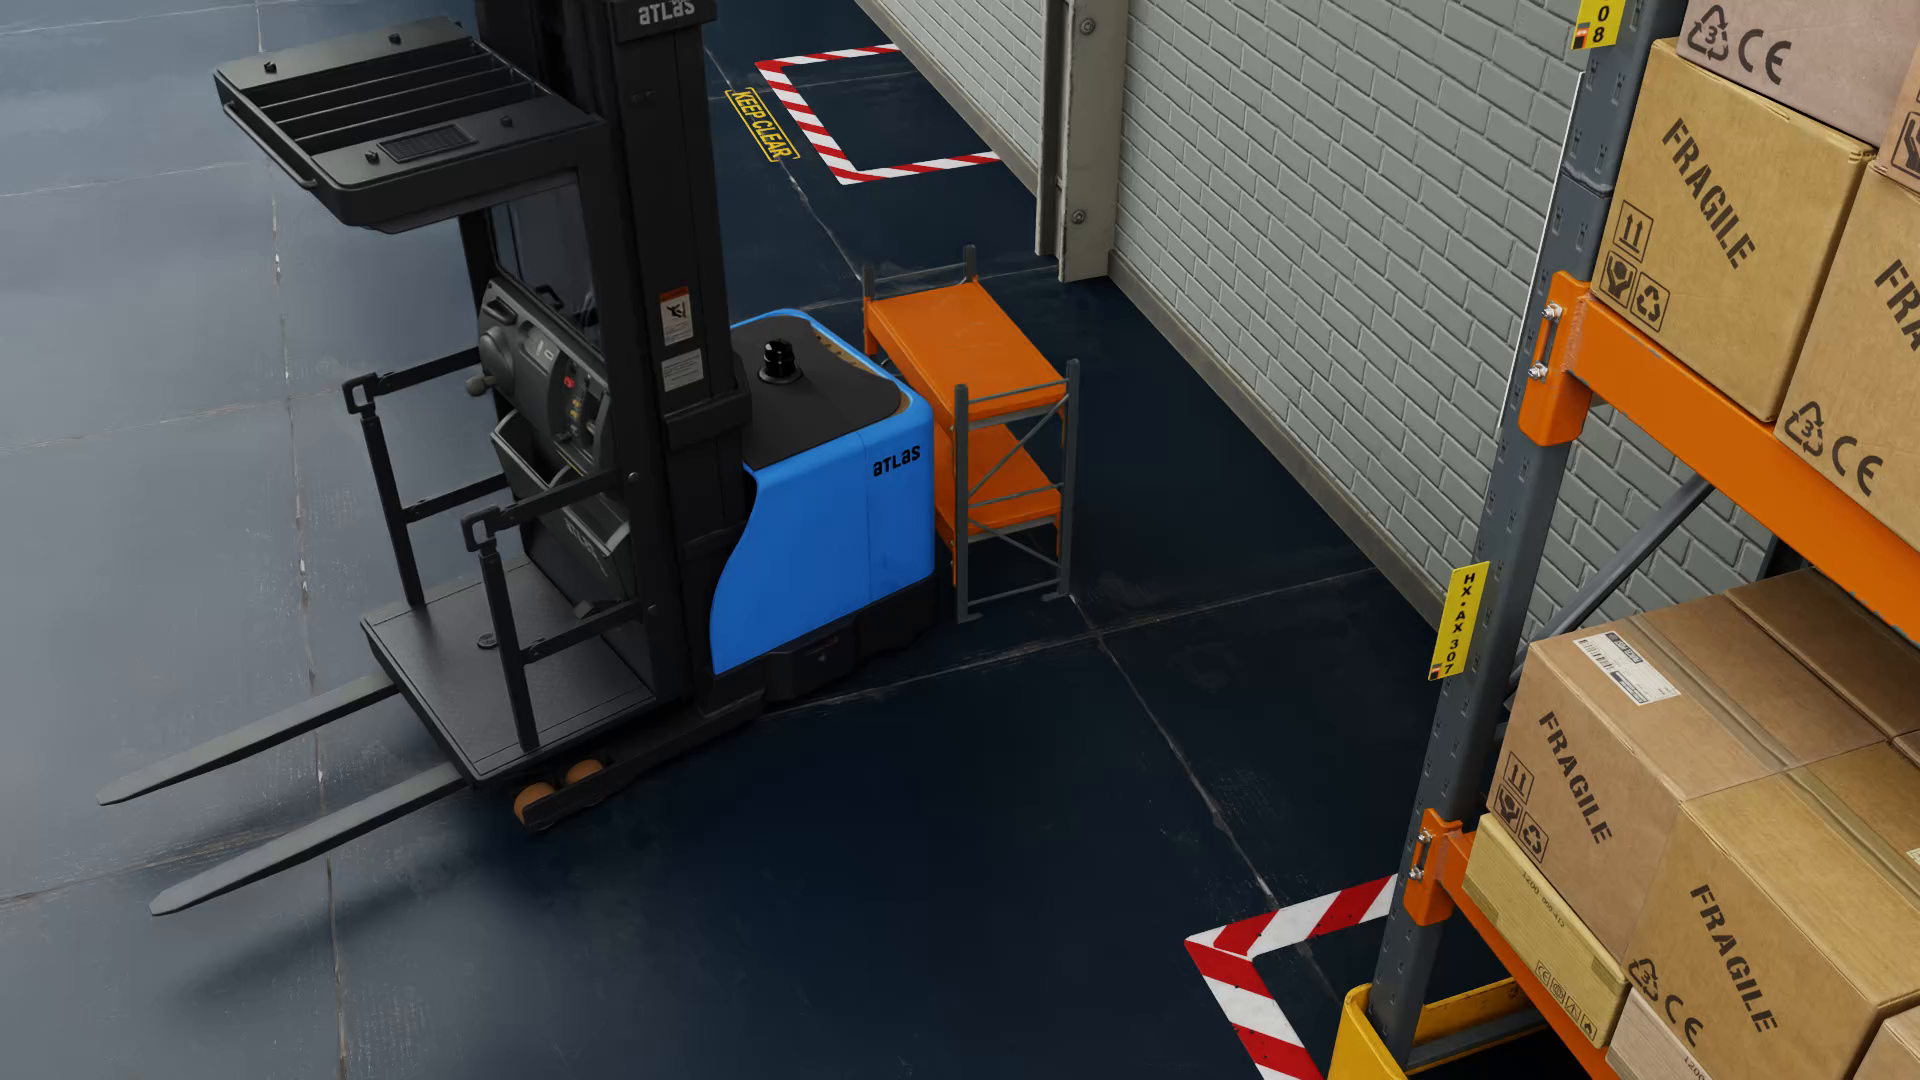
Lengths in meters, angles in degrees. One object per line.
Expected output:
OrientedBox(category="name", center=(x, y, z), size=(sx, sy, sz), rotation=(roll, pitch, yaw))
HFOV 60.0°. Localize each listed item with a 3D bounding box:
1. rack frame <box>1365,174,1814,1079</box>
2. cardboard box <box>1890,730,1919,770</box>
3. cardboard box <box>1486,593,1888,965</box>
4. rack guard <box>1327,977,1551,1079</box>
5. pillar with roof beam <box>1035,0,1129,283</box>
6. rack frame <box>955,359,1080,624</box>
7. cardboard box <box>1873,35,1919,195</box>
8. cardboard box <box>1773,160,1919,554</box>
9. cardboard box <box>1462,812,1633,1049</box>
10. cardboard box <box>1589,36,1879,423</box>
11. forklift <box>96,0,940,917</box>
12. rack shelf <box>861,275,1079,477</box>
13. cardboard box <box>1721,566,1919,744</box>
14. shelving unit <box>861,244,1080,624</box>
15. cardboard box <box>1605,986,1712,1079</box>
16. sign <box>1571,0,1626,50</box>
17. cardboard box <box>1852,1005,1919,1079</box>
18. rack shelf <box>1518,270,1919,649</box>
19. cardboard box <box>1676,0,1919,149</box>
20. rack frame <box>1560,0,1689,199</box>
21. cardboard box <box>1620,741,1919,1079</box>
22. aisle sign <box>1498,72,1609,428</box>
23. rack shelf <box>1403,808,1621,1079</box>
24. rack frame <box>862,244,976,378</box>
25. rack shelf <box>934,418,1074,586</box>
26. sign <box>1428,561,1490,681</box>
OrientedBox(category="rack frame", center=(1.647, 0.420, 4.199), size=(1.000, 3.000, 0.127), rotation=(-12, 39, -16))
OrientedBox(category="cardboard box", center=(2.173, 0.681, 3.337), size=(0.500, 0.500, 0.500), rotation=(-12, 39, -15))
OrientedBox(category="cardboard box", center=(1.530, 0.505, 3.572), size=(0.500, 0.500, 0.500), rotation=(-12, 39, -16))
OrientedBox(category="rack guard", center=(1.674, 1.462, 4.894), size=(1.175, 0.500, 0.348), rotation=(-12, 39, -16))
OrientedBox(category="pillar with roof beam", center=(-3.406, -4.258, 5.423), size=(9.100, 9.000, 0.400), rotation=(-12, 39, -16))
OrientedBox(category="rack frame", center=(0.217, -0.172, 6.543), size=(0.500, 1.125, 0.032), rotation=(-14, 39, -18))
OrientedBox(category="cardboard box", center=(1.677, -0.663, 2.214), size=(0.500, 0.500, 0.500), rotation=(-13, 39, -16))
OrientedBox(category="cardboard box", center=(1.679, -0.274, 2.528), size=(0.500, 0.500, 0.500), rotation=(-10, 38, -13))
OrientedBox(category="cardboard box", center=(1.517, 0.814, 3.785), size=(0.500, 0.250, 0.500), rotation=(-14, 39, -17))
OrientedBox(category="cardboard box", center=(1.528, -0.585, 2.941), size=(0.500, 0.500, 0.500), rotation=(-11, 38, -15))
OrientedBox(category="forklift", center=(-1.563, -0.506, 5.486), size=(3.031, 2.935, 1.130), rotation=(-25, 43, -29))
OrientedBox(category="rack shelf", center=(0.023, -0.688, 6.742), size=(0.538, 0.278, 1.000), rotation=(-14, 39, -18))
OrientedBox(category="cardboard box", center=(2.009, 0.395, 3.717), size=(0.500, 0.500, 0.500), rotation=(-13, 39, -16))
OrientedBox(category="shelving unit", center=(0.023, -0.454, 6.918), size=(0.538, 1.125, 1.048), rotation=(-14, 39, -18))
OrientedBox(category="cardboard box", center=(1.709, 1.104, 3.399), size=(0.500, 0.250, 0.500), rotation=(-14, 39, -17))
OrientedBox(category="sign", center=(1.138, -1.015, 2.884), size=(0.100, 0.325, 0.005), rotation=(-12, 39, -16))
OrientedBox(category="cardboard box", center=(1.862, 1.079, 2.809), size=(0.500, 0.500, 0.500), rotation=(-14, 39, -17))
OrientedBox(category="rack shelf", center=(2.336, 0.639, 2.013), size=(1.077, 0.370, 4.000), rotation=(-12, 39, -16))
OrientedBox(category="cardboard box", center=(1.552, -0.957, 2.604), size=(0.500, 0.500, 0.500), rotation=(-15, 40, -19))
OrientedBox(category="rack frame", center=(1.647, -1.976, 2.394), size=(1.000, 3.000, 0.127), rotation=(-12, 39, -16))
OrientedBox(category="cardboard box", center=(1.690, 0.786, 3.198), size=(0.500, 0.500, 0.500), rotation=(-12, 39, -16))
OrientedBox(category="aisle sign", center=(1.341, -0.597, 3.388), size=(0.394, 0.787, 0.004), rotation=(-12, 39, -16))
OrientedBox(category="rack shelf", center=(2.336, 1.837, 2.915), size=(1.077, 0.370, 4.000), rotation=(-12, 39, -16))
OrientedBox(category="rack frame", center=(-0.170, -0.737, 7.294), size=(0.500, 1.125, 0.032), rotation=(-14, 39, -18))
OrientedBox(category="rack shelf", center=(0.023, -0.259, 7.065), size=(0.538, 0.278, 1.000), rotation=(-14, 39, -18))
OrientedBox(category="sign", center=(1.138, 0.187, 3.789), size=(0.100, 0.325, 0.005), rotation=(-12, 39, -16))
